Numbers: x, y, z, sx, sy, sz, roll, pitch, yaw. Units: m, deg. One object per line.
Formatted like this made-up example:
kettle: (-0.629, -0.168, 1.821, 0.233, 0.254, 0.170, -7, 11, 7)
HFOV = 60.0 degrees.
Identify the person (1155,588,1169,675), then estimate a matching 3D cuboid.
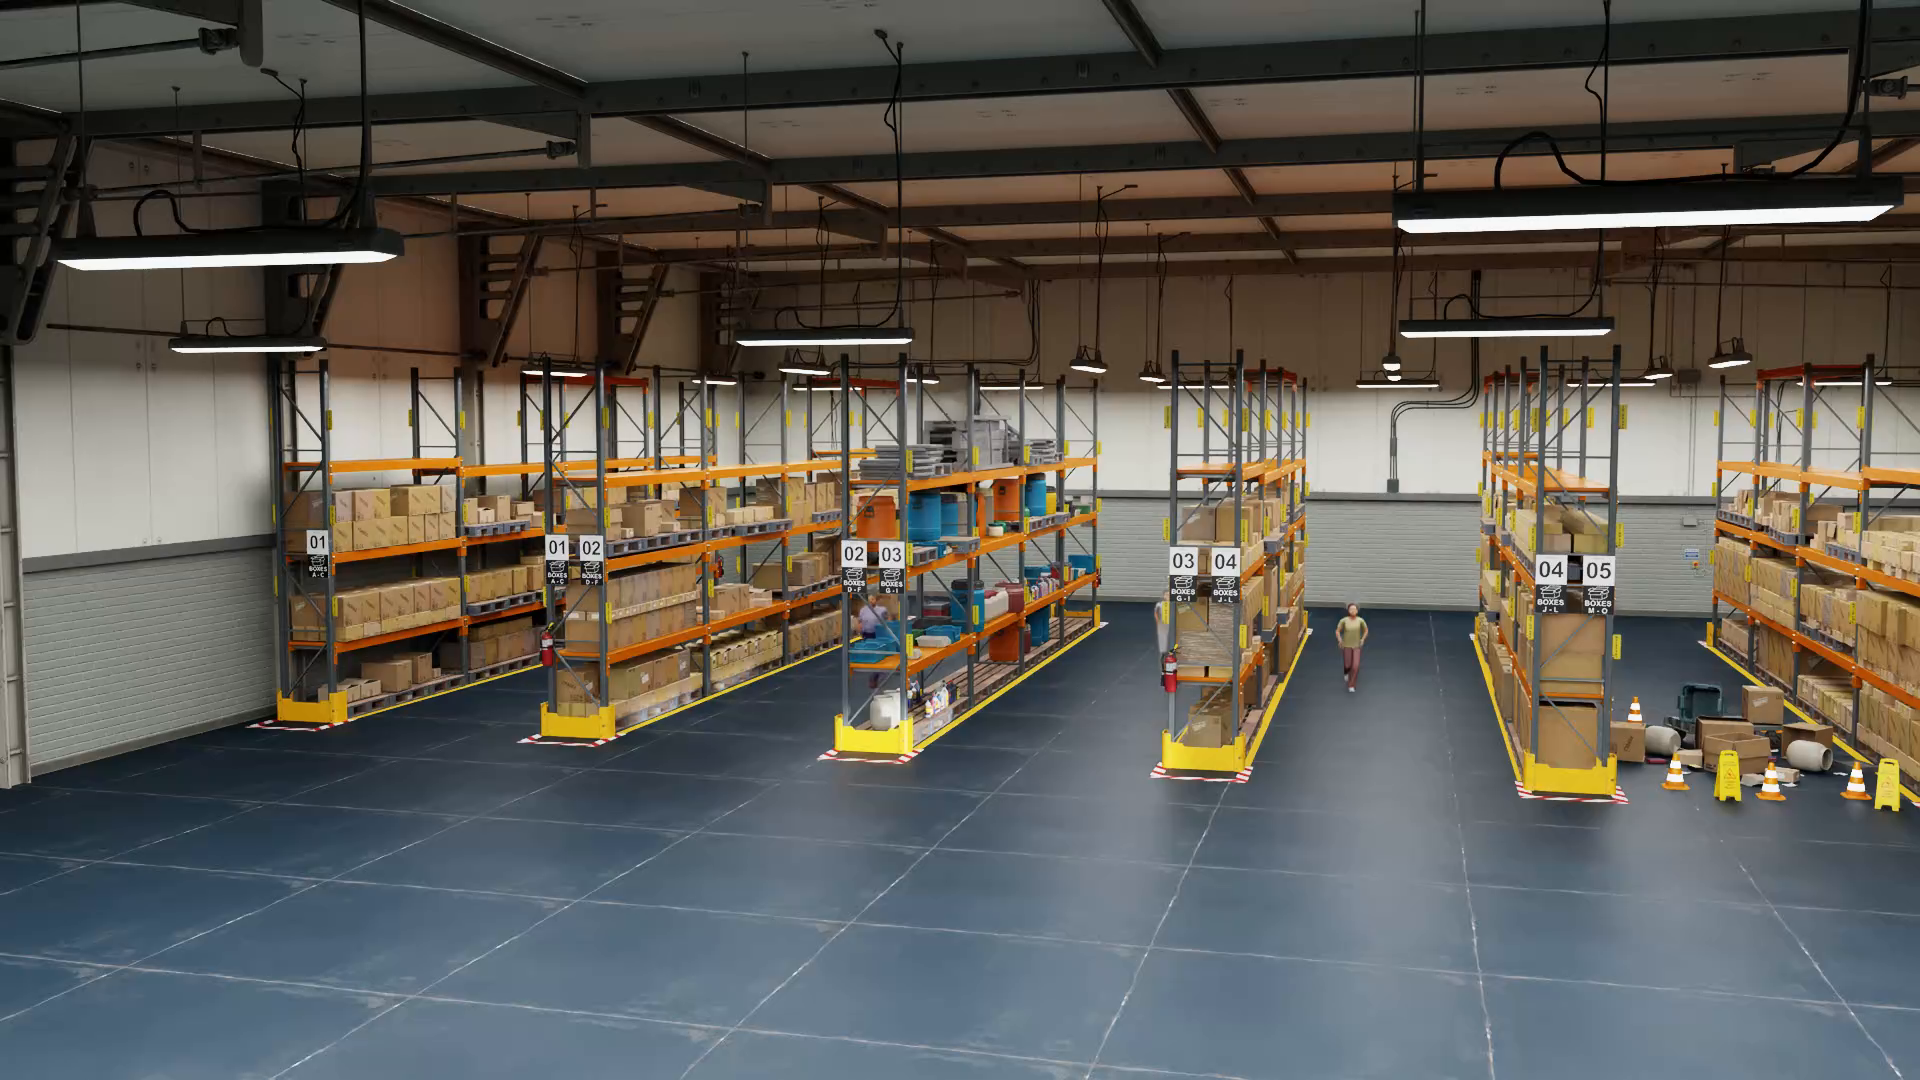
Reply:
person: (3.778, 1.740, 30.187, 0.480, 1.756, 0.792, 0, 4, 5)

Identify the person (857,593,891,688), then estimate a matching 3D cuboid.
person: (-1.539, 1.774, 29.657, 0.592, 1.672, 0.825, 1, 4, 9)

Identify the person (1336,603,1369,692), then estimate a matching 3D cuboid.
person: (7.272, 1.981, 30.830, 0.589, 1.628, 0.576, 1, 4, 9)
